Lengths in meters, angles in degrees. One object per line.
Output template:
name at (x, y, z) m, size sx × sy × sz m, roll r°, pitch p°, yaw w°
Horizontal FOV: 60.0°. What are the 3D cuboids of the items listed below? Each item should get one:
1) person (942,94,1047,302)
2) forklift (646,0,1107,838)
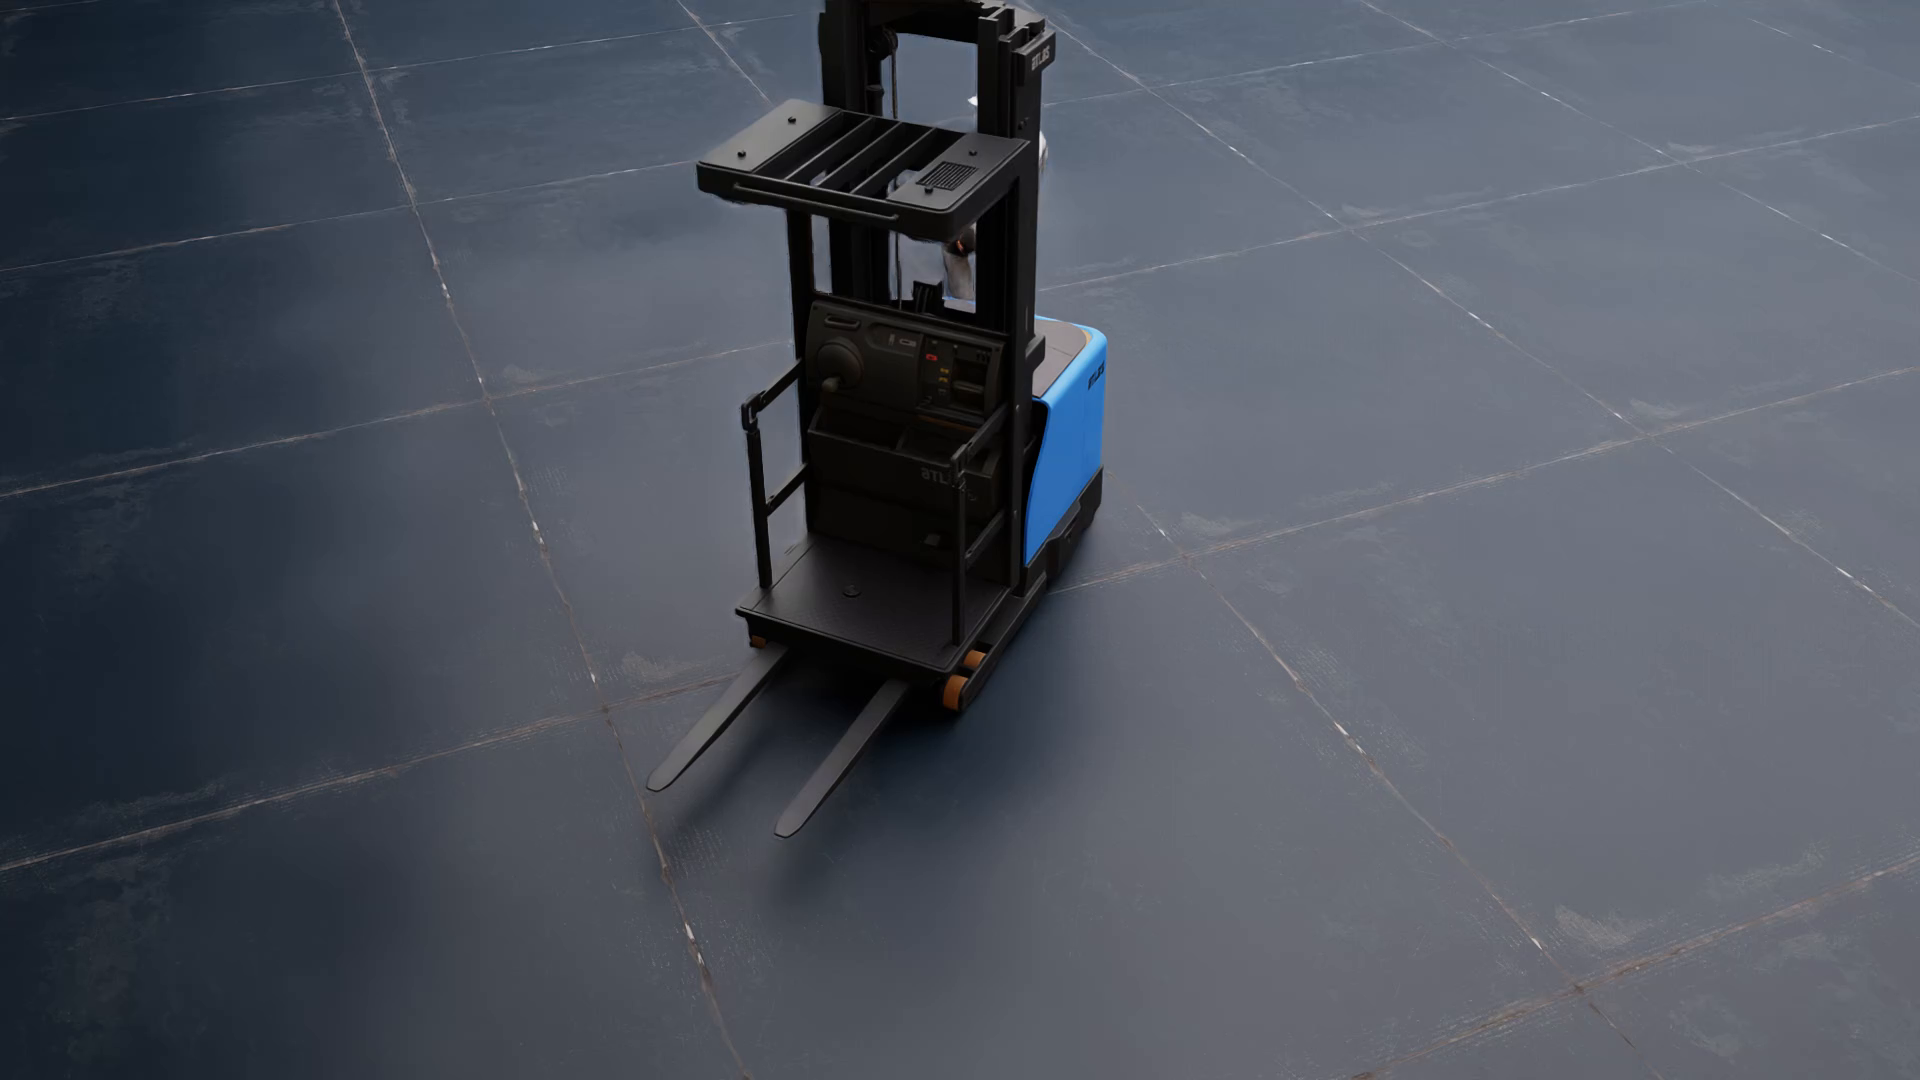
person at (0.196, -1.958, 9.940) m, size 0.753 × 1.686 × 0.650 m, roll -14°, pitch 38°, yaw -19°
forklift at (-0.341, -0.708, 7.095) m, size 1.130 × 2.935 × 3.031 m, roll 15°, pitch 38°, yaw 20°
